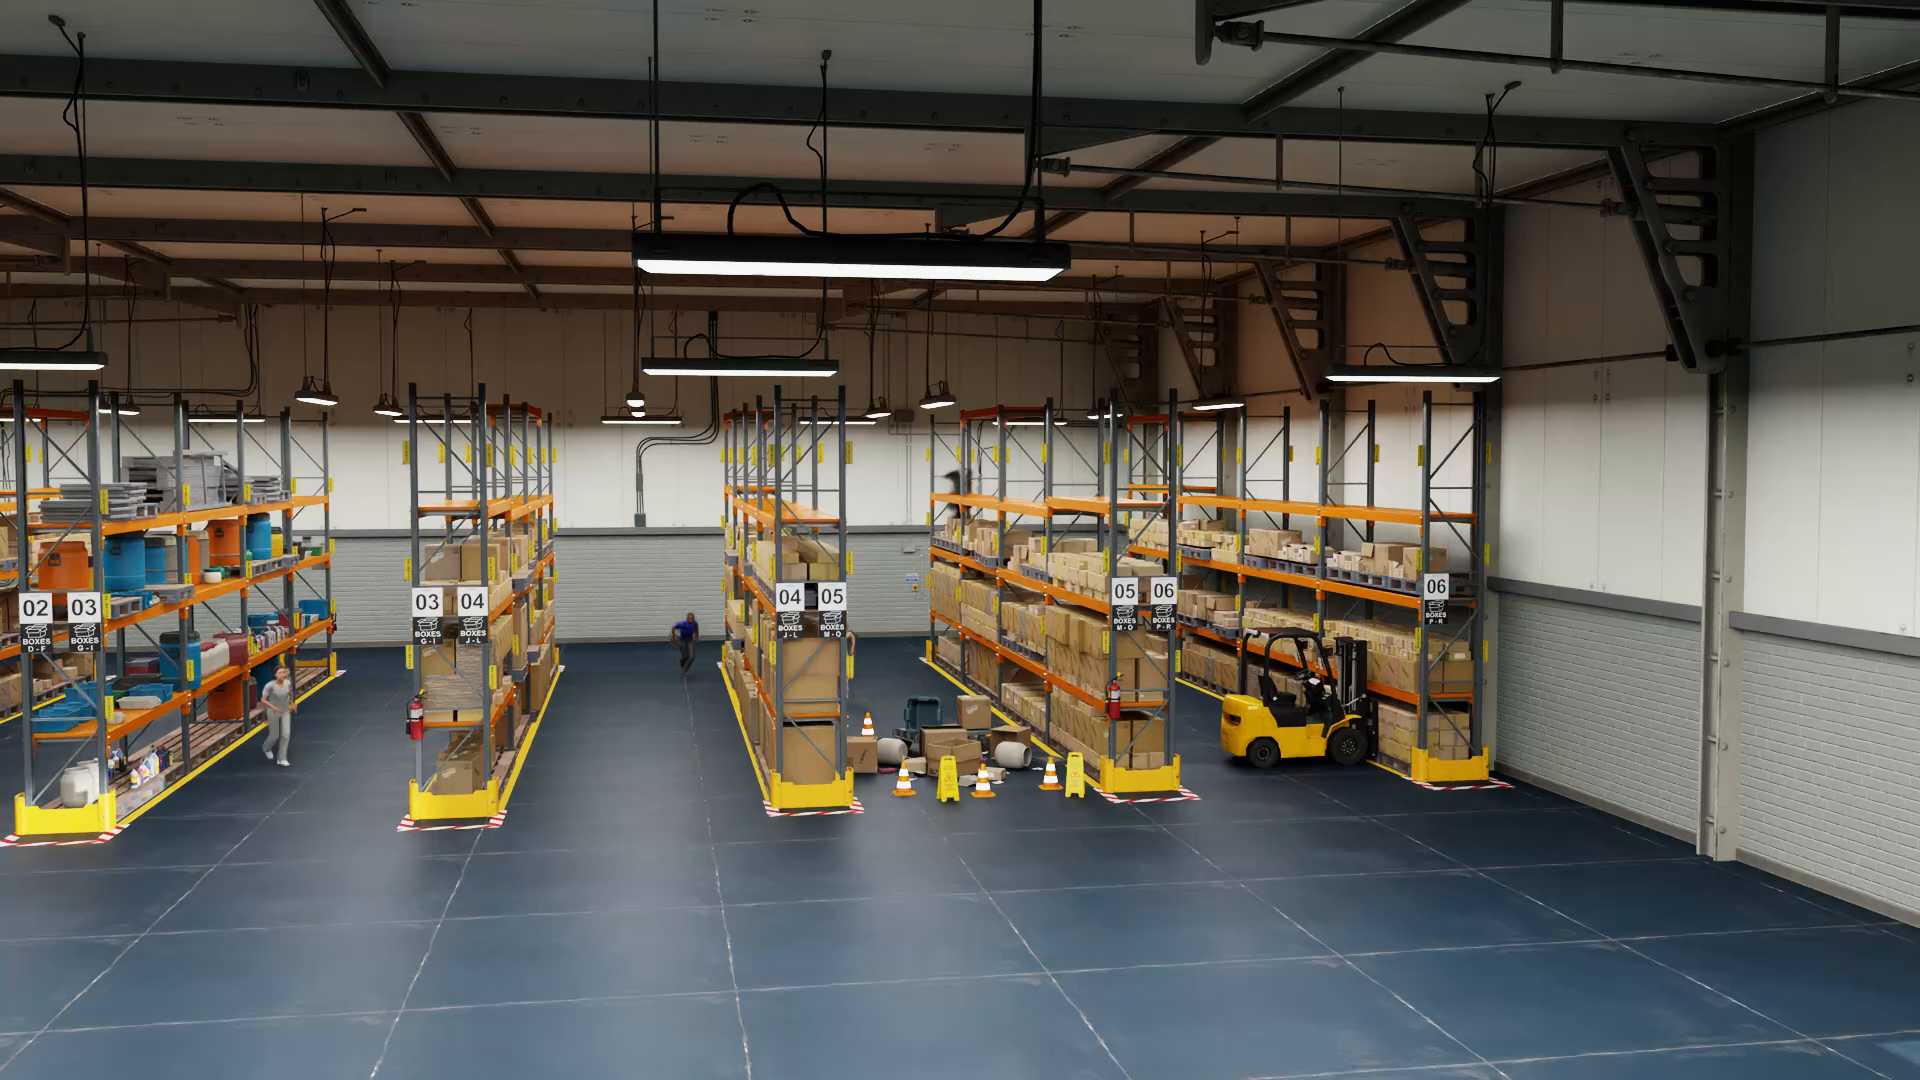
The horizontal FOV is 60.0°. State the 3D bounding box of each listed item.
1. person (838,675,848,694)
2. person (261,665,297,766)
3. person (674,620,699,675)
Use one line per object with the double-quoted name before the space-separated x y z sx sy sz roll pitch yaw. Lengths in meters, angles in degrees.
"person" -2.485 2.741 34.445 0.309 0.909 0.628 -1 3 -27
"person" -11.102 2.828 26.989 0.559 1.625 0.814 -3 4 -43
"person" -6.271 2.438 37.882 0.557 1.318 0.677 -1 3 -27
